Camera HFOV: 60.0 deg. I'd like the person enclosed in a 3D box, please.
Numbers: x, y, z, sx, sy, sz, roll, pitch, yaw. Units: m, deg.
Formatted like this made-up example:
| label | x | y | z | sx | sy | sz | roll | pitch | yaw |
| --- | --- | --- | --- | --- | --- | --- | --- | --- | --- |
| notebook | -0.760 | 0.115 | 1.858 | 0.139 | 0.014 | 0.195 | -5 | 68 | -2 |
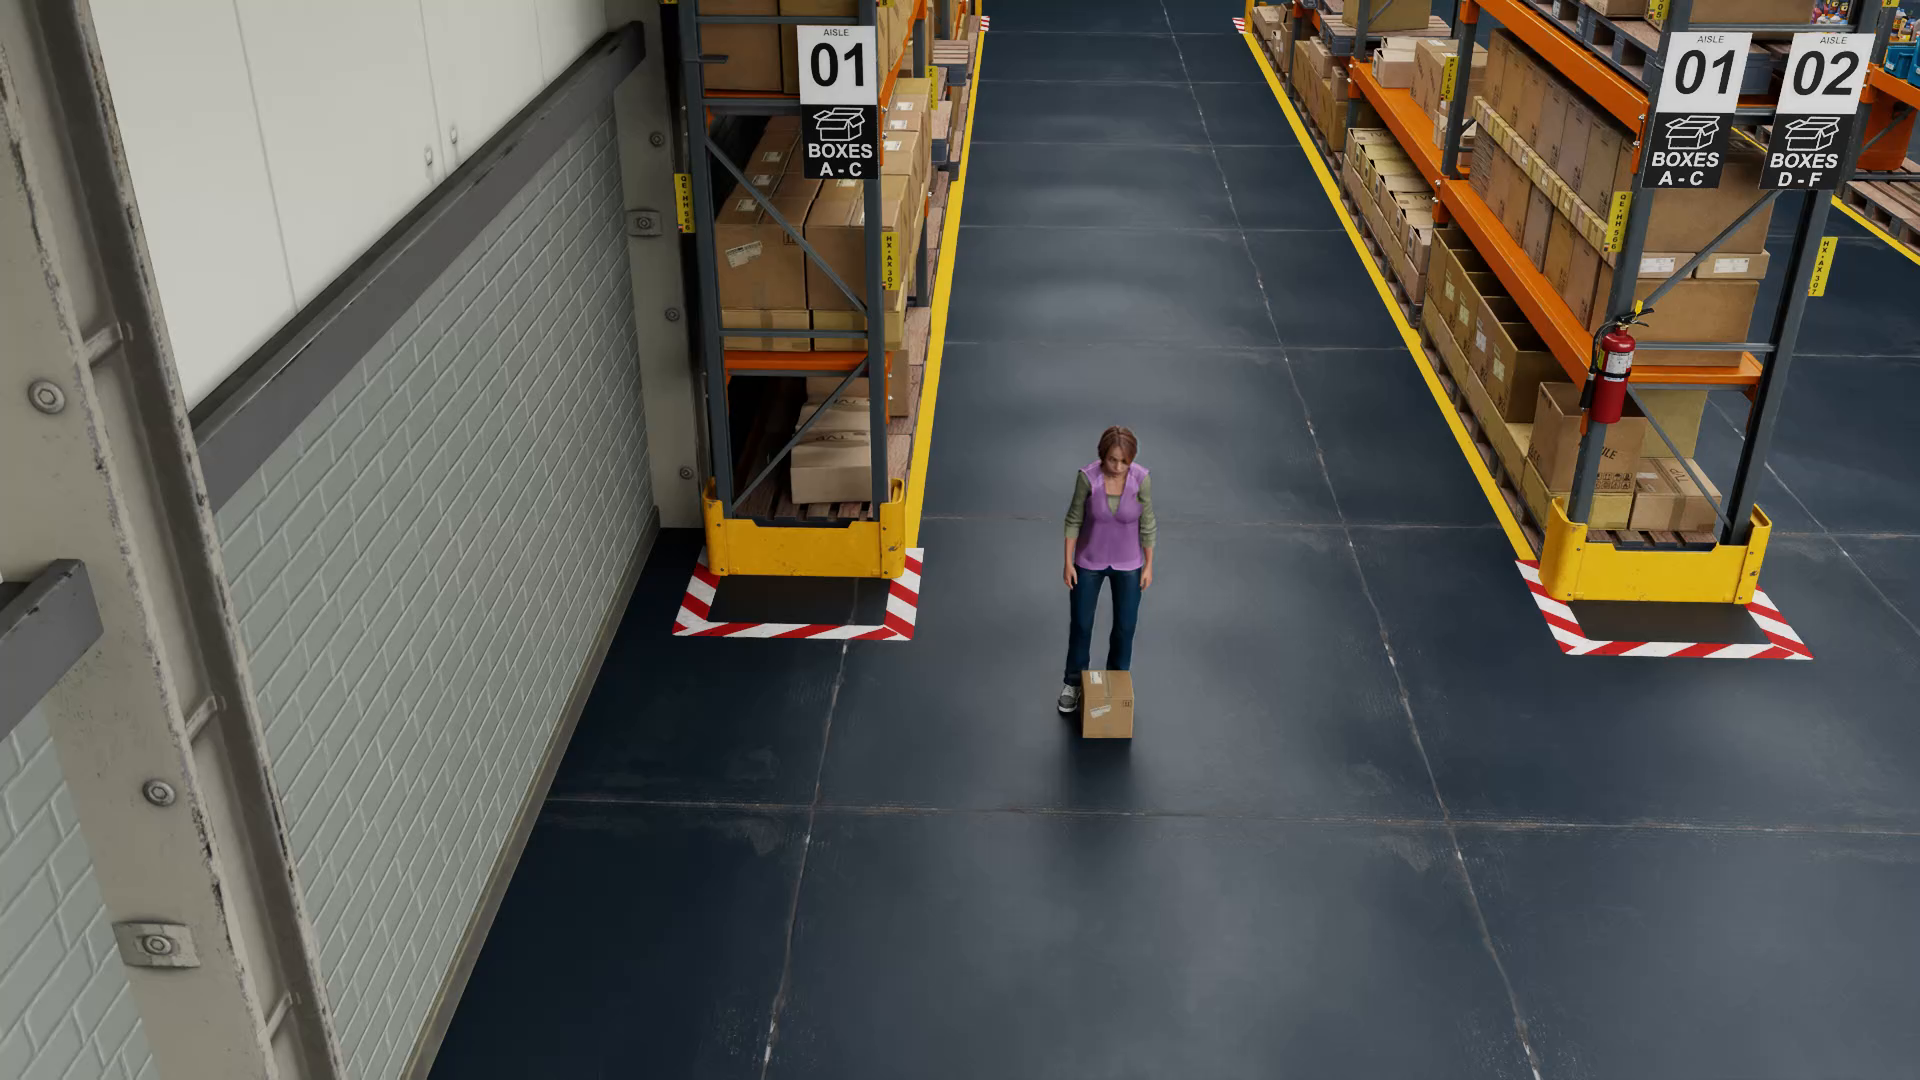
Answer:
| label | x | y | z | sx | sy | sz | roll | pitch | yaw |
| --- | --- | --- | --- | --- | --- | --- | --- | --- | --- |
| person | 0.742 | 0.136 | 8.381 | 0.457 | 1.593 | 0.347 | 1 | 28 | 2 |
